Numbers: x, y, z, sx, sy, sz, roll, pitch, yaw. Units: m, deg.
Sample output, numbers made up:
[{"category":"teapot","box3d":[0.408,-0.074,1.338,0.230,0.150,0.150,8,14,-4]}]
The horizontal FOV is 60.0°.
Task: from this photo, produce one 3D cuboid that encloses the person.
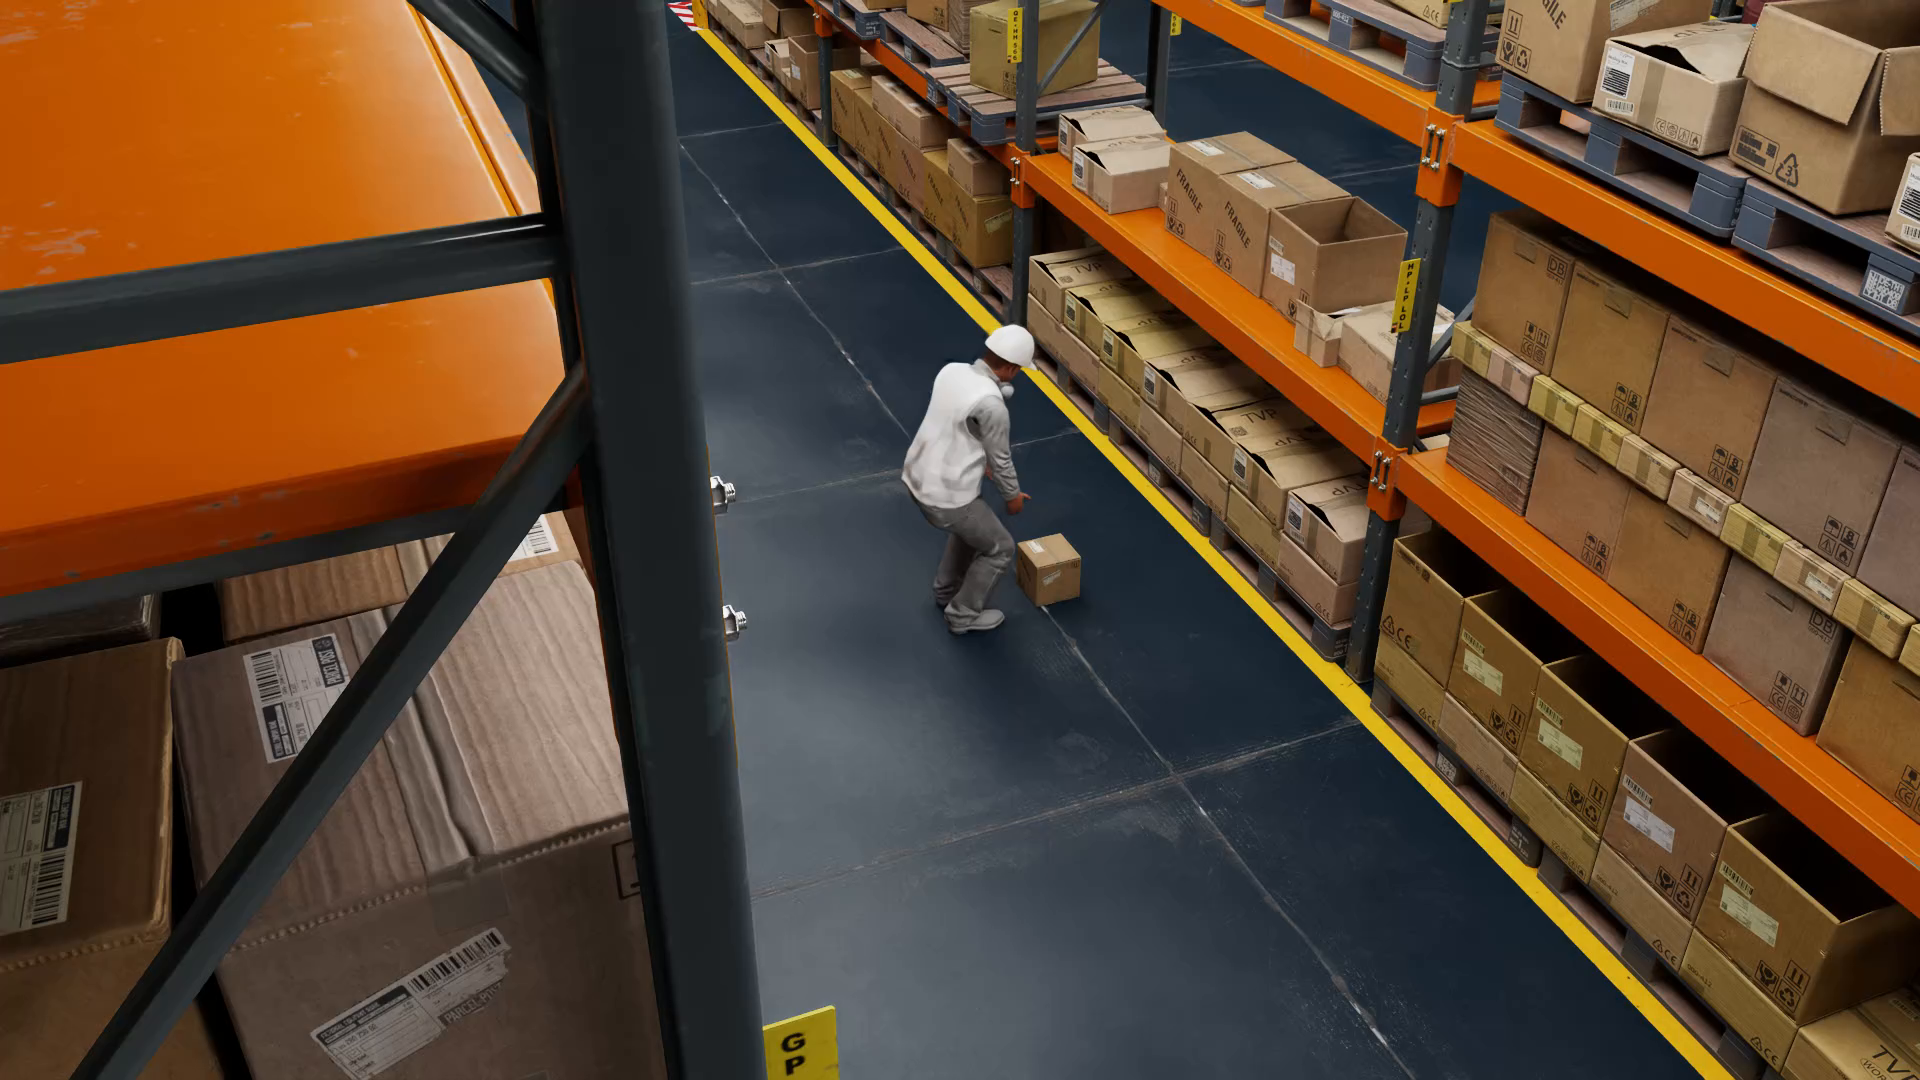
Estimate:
[{"category":"person","box3d":[0.055,-0.299,8.186,0.693,1.534,0.589,-13,35,-19]}]
